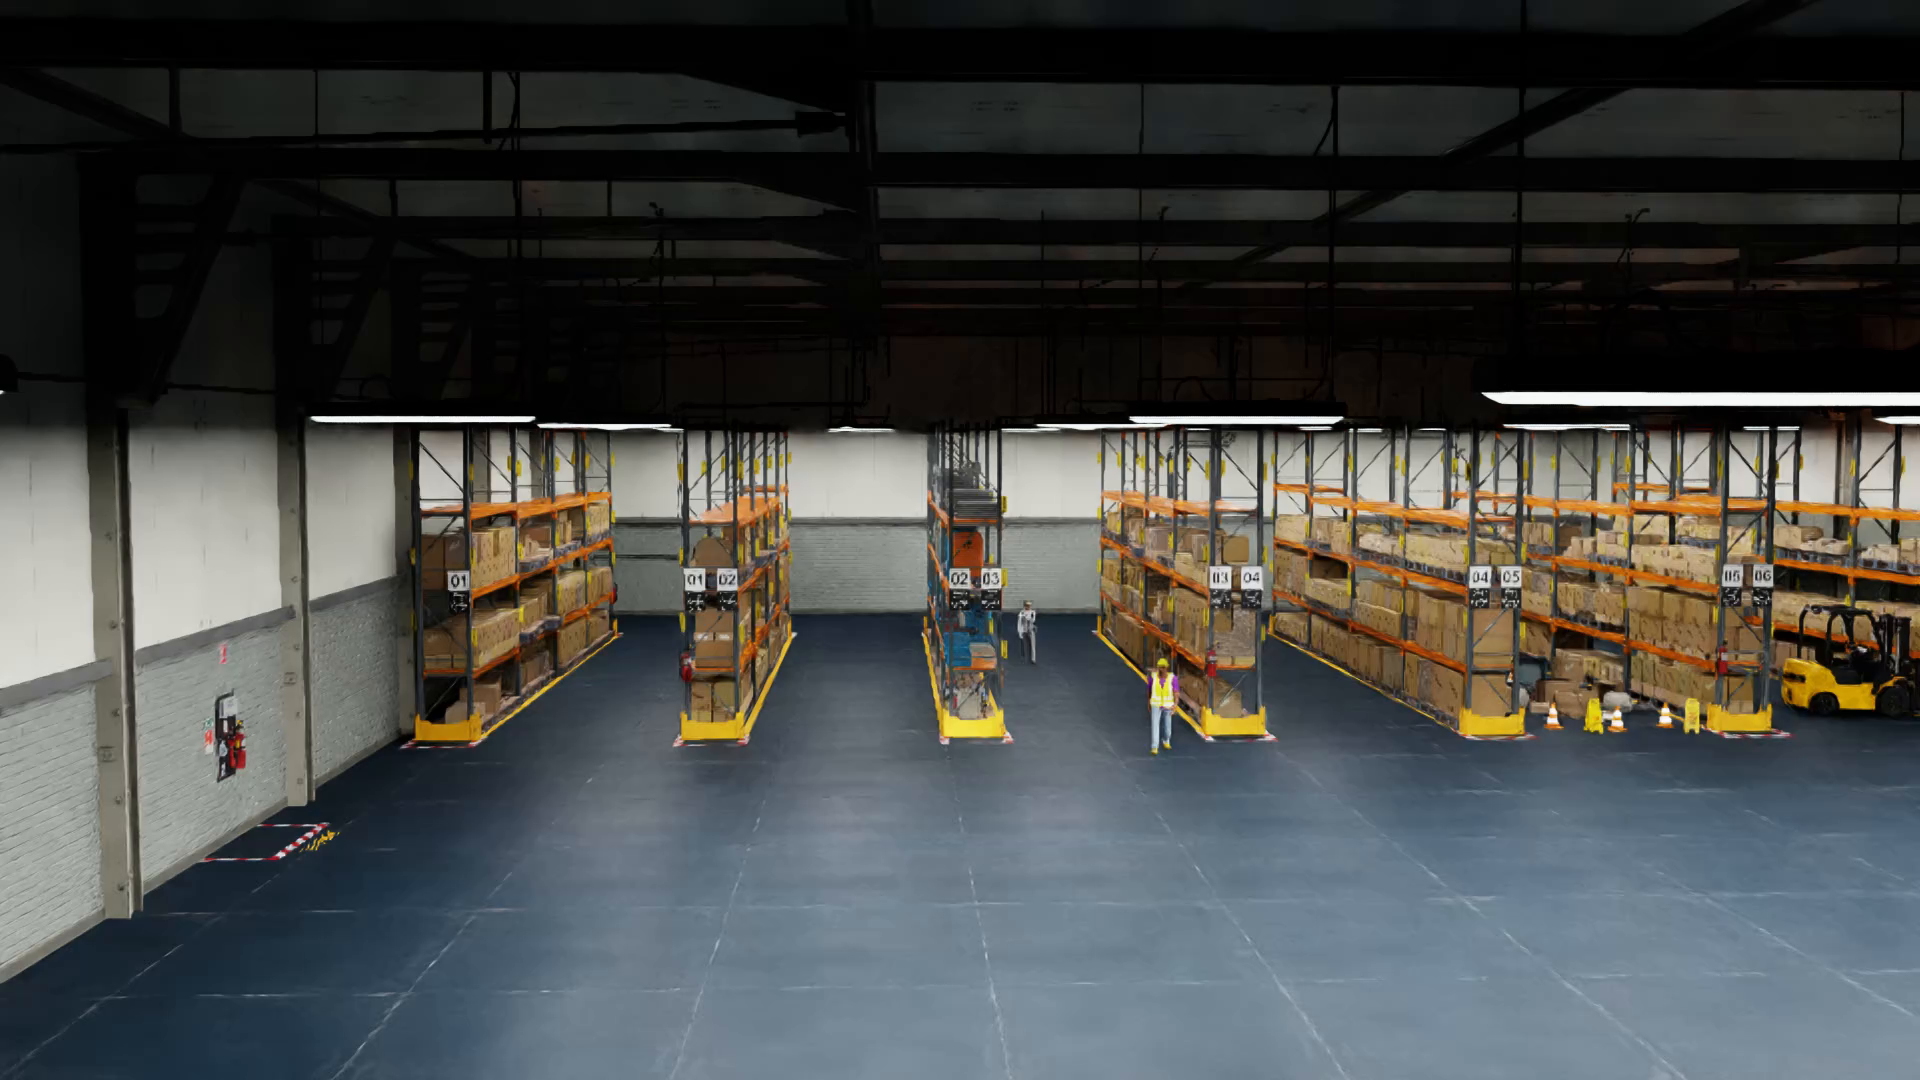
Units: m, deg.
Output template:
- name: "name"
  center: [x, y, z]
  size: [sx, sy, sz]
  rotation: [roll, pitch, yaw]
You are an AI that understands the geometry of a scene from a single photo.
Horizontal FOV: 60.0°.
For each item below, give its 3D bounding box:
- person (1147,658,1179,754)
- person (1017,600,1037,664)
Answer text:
- name: "person"
  center: [3.634, 2.952, 29.782]
  size: [0.566, 1.708, 1.042]
  rotation: [0, 4, 6]
- name: "person"
  center: [1.668, 2.260, 41.317]
  size: [0.499, 1.584, 1.073]
  rotation: [0, 4, -4]
